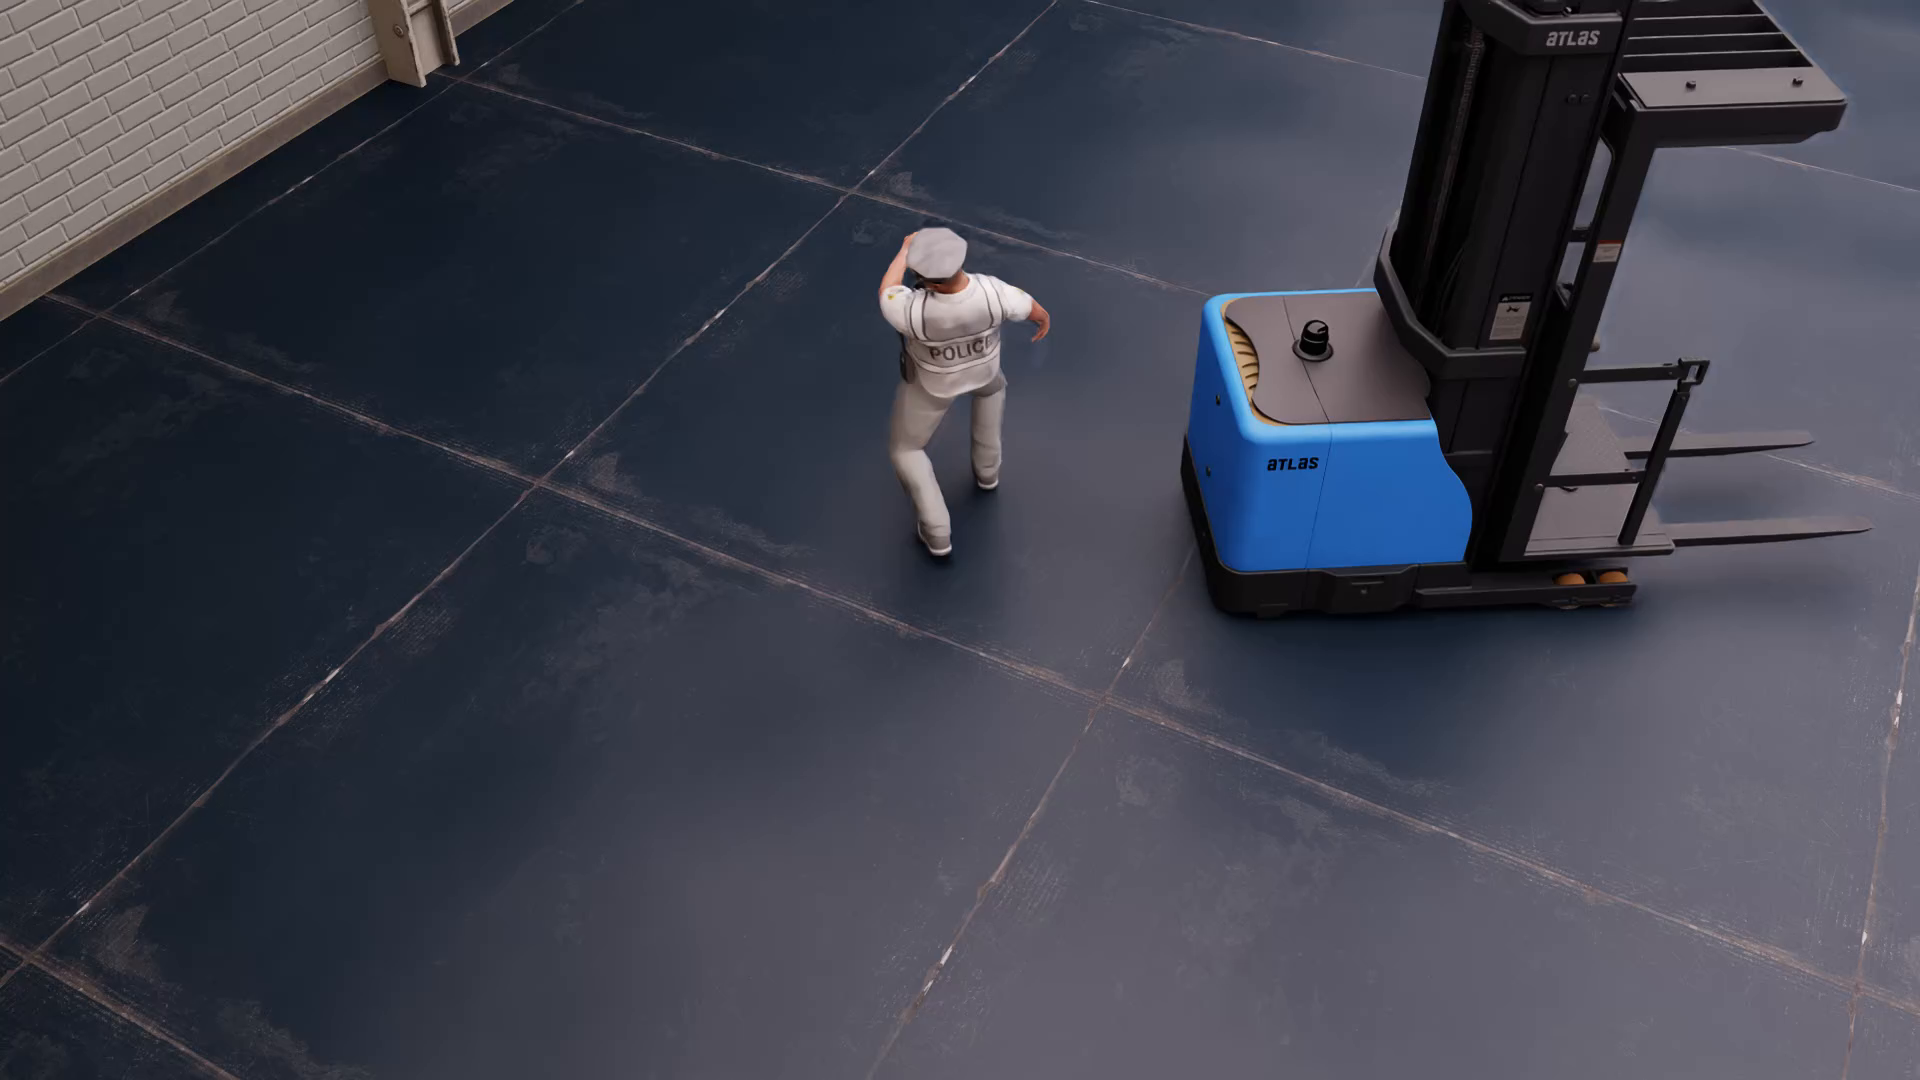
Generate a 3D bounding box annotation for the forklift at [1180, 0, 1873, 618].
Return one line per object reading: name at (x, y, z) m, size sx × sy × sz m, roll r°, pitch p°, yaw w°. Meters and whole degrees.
forklift at (2.604, -1.118, 6.841) m, size 3.031 × 2.935 × 1.130 m, roll -3°, pitch 43°, yaw -3°

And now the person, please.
person at (0.015, -0.848, 7.508) m, size 0.854 × 1.598 × 0.851 m, roll -21°, pitch 47°, yaw -21°
